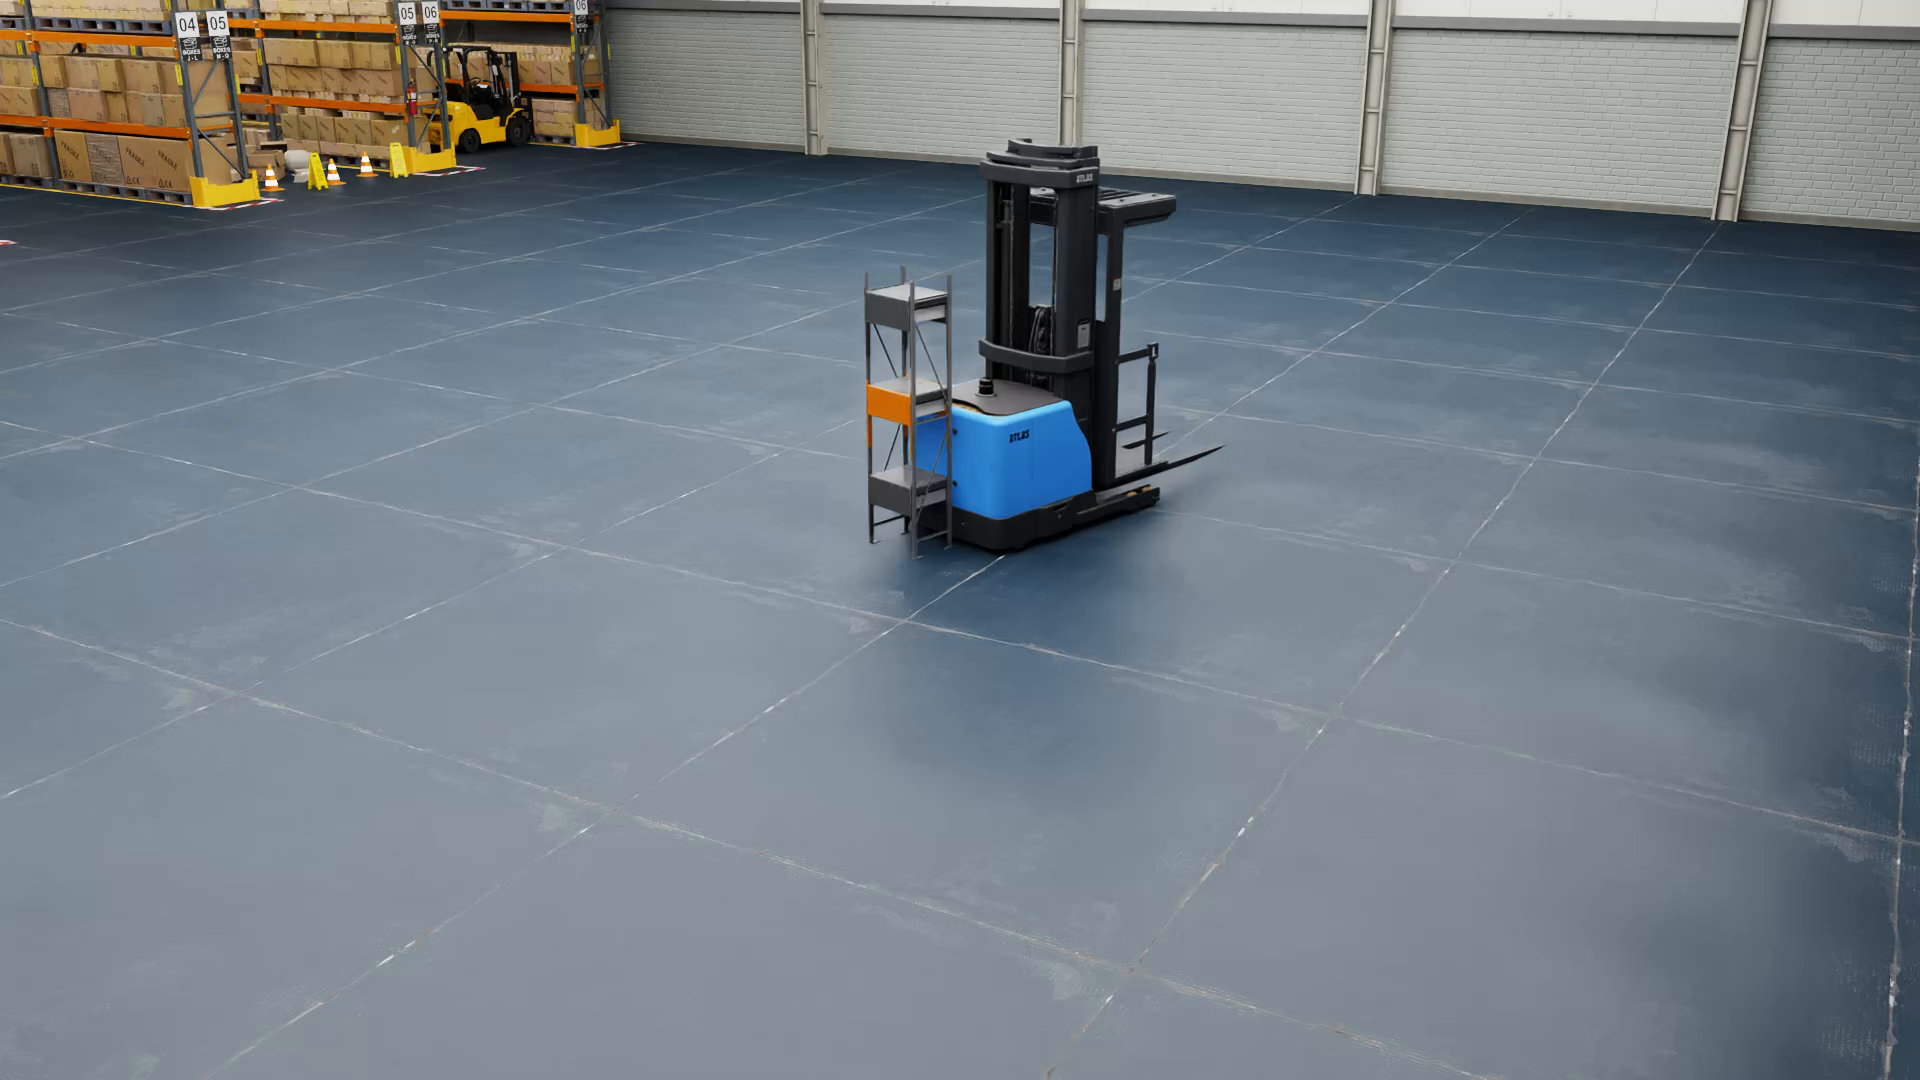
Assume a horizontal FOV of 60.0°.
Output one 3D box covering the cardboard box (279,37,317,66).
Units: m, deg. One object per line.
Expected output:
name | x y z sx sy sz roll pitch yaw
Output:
cardboard box | -13.345 -9.929 33.789 0.500 0.500 0.700 11 23 28

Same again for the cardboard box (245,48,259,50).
cardboard box | -14.765 -10.132 35.199 0.500 0.500 0.500 11 23 27

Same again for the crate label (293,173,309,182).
crate label | -12.532 -6.903 31.695 0.298 0.136 0.250 0 20 -1

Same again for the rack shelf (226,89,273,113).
rack shelf | -15.804 -9.496 35.699 4.000 0.370 1.077 11 23 27

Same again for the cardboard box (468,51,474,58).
cardboard box | -11.023 -11.123 38.031 0.250 0.149 0.380 11 23 27

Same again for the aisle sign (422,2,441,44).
aisle sign | -10.361 -10.140 32.608 0.004 0.787 0.394 11 23 27

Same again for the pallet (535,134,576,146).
pallet | -8.837 -9.118 37.692 1.213 0.211 1.003 11 23 27

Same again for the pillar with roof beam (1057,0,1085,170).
pillar with roof beam | 0.060 -10.241 27.902 0.400 9.000 9.100 11 23 27

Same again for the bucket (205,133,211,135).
bucket | -15.141 -7.850 32.679 0.726 0.611 0.620 -16 16 -38

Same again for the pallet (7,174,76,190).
pallet | -17.095 -6.806 31.318 1.213 0.211 1.003 11 23 27

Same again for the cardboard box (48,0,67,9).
cardboard box | -15.653 -9.487 29.241 0.500 0.250 0.500 11 22 27

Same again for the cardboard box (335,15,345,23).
cardboard box | -12.119 -10.325 32.901 0.250 0.149 0.380 10 22 26

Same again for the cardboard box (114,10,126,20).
cardboard box | -14.237 -9.006 28.500 0.250 0.149 0.380 10 22 27

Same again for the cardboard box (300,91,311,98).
cardboard box | -13.248 -9.122 33.982 0.250 0.149 0.380 12 23 29

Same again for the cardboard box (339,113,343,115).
cardboard box | -12.520 -8.572 34.413 0.500 0.500 0.500 12 23 30

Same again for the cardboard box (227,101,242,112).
cardboard box | -18.313 -11.185 42.350 0.500 0.500 0.500 12 23 30

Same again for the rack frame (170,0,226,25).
rack frame | -12.892 -10.166 27.694 0.127 3.000 1.000 11 23 27

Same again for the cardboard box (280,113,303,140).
cardboard box | -13.675 -8.580 34.436 0.500 0.500 0.500 12 23 30

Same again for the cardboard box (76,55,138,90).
cardboard box | -15.138 -8.330 29.626 0.550 0.550 0.875 11 23 27

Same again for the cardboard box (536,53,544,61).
cardboard box | -9.233 -10.780 37.087 0.250 0.149 0.380 11 22 27

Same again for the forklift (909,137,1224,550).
forklift | 0.993 -1.713 13.289 3.031 2.935 1.130 -19 27 -41

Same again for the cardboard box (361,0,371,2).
cardboard box | -11.444 -10.563 32.385 0.250 0.149 0.380 11 22 27

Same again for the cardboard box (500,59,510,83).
cardboard box | -10.047 -10.620 37.595 0.500 0.500 0.500 11 23 28

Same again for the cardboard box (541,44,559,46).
cardboard box | -9.238 -11.101 37.535 0.250 0.149 0.380 12 23 29

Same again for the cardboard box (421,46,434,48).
cardboard box | -12.503 -11.592 39.325 0.250 0.149 0.380 11 22 27

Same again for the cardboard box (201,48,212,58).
cardboard box | -15.912 -10.151 35.251 0.500 0.500 0.500 10 22 25

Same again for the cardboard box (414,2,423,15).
cardboard box | -10.875 -10.478 32.738 0.500 0.250 0.500 10 22 26

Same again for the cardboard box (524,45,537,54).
cardboard box | -9.499 -10.944 37.102 0.250 0.149 0.380 11 23 29

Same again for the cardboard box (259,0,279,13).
cardboard box | -13.808 -10.826 33.696 0.500 0.250 0.500 10 22 26

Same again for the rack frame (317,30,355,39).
rack frame | -15.133 -11.645 40.568 0.127 3.000 1.000 11 23 27

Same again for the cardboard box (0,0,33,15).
cardboard box | -17.079 -9.665 30.168 0.500 0.250 0.500 11 23 28

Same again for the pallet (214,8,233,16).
pallet | -15.452 -11.129 35.023 1.003 0.211 1.213 11 23 27

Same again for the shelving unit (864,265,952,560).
shelving unit | -0.379 -0.941 12.381 0.431 2.100 0.503 -19 27 -41

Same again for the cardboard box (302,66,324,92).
cardboard box | -12.929 -9.368 33.709 0.500 0.500 0.500 11 22 27

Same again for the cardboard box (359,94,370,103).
cardboard box | -11.725 -8.808 33.117 0.250 0.149 0.380 11 23 28

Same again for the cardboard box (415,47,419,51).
cardboard box | -12.764 -11.420 38.852 0.250 0.149 0.380 10 22 26

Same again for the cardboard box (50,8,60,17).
cardboard box | -15.788 -9.301 29.314 0.250 0.149 0.380 11 23 27

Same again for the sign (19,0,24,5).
sign | -16.640 -9.649 29.447 0.005 0.325 0.100 11 23 27

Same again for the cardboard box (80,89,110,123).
cardboard box | -15.151 -7.814 29.788 0.550 0.550 0.875 11 23 27

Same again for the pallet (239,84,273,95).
pallet | -14.655 -9.581 35.162 1.213 0.211 1.003 11 23 27

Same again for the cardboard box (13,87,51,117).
cardboard box | -16.970 -8.065 30.553 0.500 0.500 0.500 11 22 27

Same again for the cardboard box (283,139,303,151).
cardboard box | -13.675 -8.228 34.564 0.500 0.250 0.500 10 22 25

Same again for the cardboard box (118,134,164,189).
cardboard box | -14.286 -6.783 29.666 0.875 0.875 0.875 10 22 26

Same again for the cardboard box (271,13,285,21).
cardboard box | -13.706 -10.607 33.678 0.250 0.149 0.380 11 23 27

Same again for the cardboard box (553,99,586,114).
cardboard box | -8.703 -9.673 37.083 0.500 0.250 0.500 12 23 29

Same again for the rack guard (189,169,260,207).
rack guard | -12.871 -6.167 29.132 0.348 0.500 1.175 11 23 27

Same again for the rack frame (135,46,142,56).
rack frame | -17.551 -10.166 36.493 0.127 3.000 1.000 11 23 27

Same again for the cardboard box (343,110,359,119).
cardboard box | -12.193 -8.582 33.491 0.250 0.149 0.380 12 23 30

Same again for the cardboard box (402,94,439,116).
cardboard box | -12.776 -10.275 39.660 0.625 0.625 0.875 11 22 27

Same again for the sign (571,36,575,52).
sign | -8.426 -10.811 36.224 0.005 0.325 0.100 11 23 27

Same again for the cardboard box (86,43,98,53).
cardboard box | -19.012 -10.859 36.789 0.500 0.500 0.500 11 23 27

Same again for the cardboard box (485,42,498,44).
cardboard box | -10.778 -11.414 38.398 0.250 0.149 0.380 11 22 27

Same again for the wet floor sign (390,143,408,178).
wet floor sign | -10.922 -7.379 32.262 0.267 0.644 0.232 -16 26 -38

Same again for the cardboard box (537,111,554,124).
cardboard box | -9.159 -9.529 37.418 0.500 0.250 0.500 11 22 27

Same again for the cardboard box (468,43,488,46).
cardboard box | -11.008 -11.274 38.011 0.250 0.149 0.380 10 22 26

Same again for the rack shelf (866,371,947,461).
rack shelf | -0.379 -0.929 12.386 0.431 0.518 0.480 -19 27 -41
